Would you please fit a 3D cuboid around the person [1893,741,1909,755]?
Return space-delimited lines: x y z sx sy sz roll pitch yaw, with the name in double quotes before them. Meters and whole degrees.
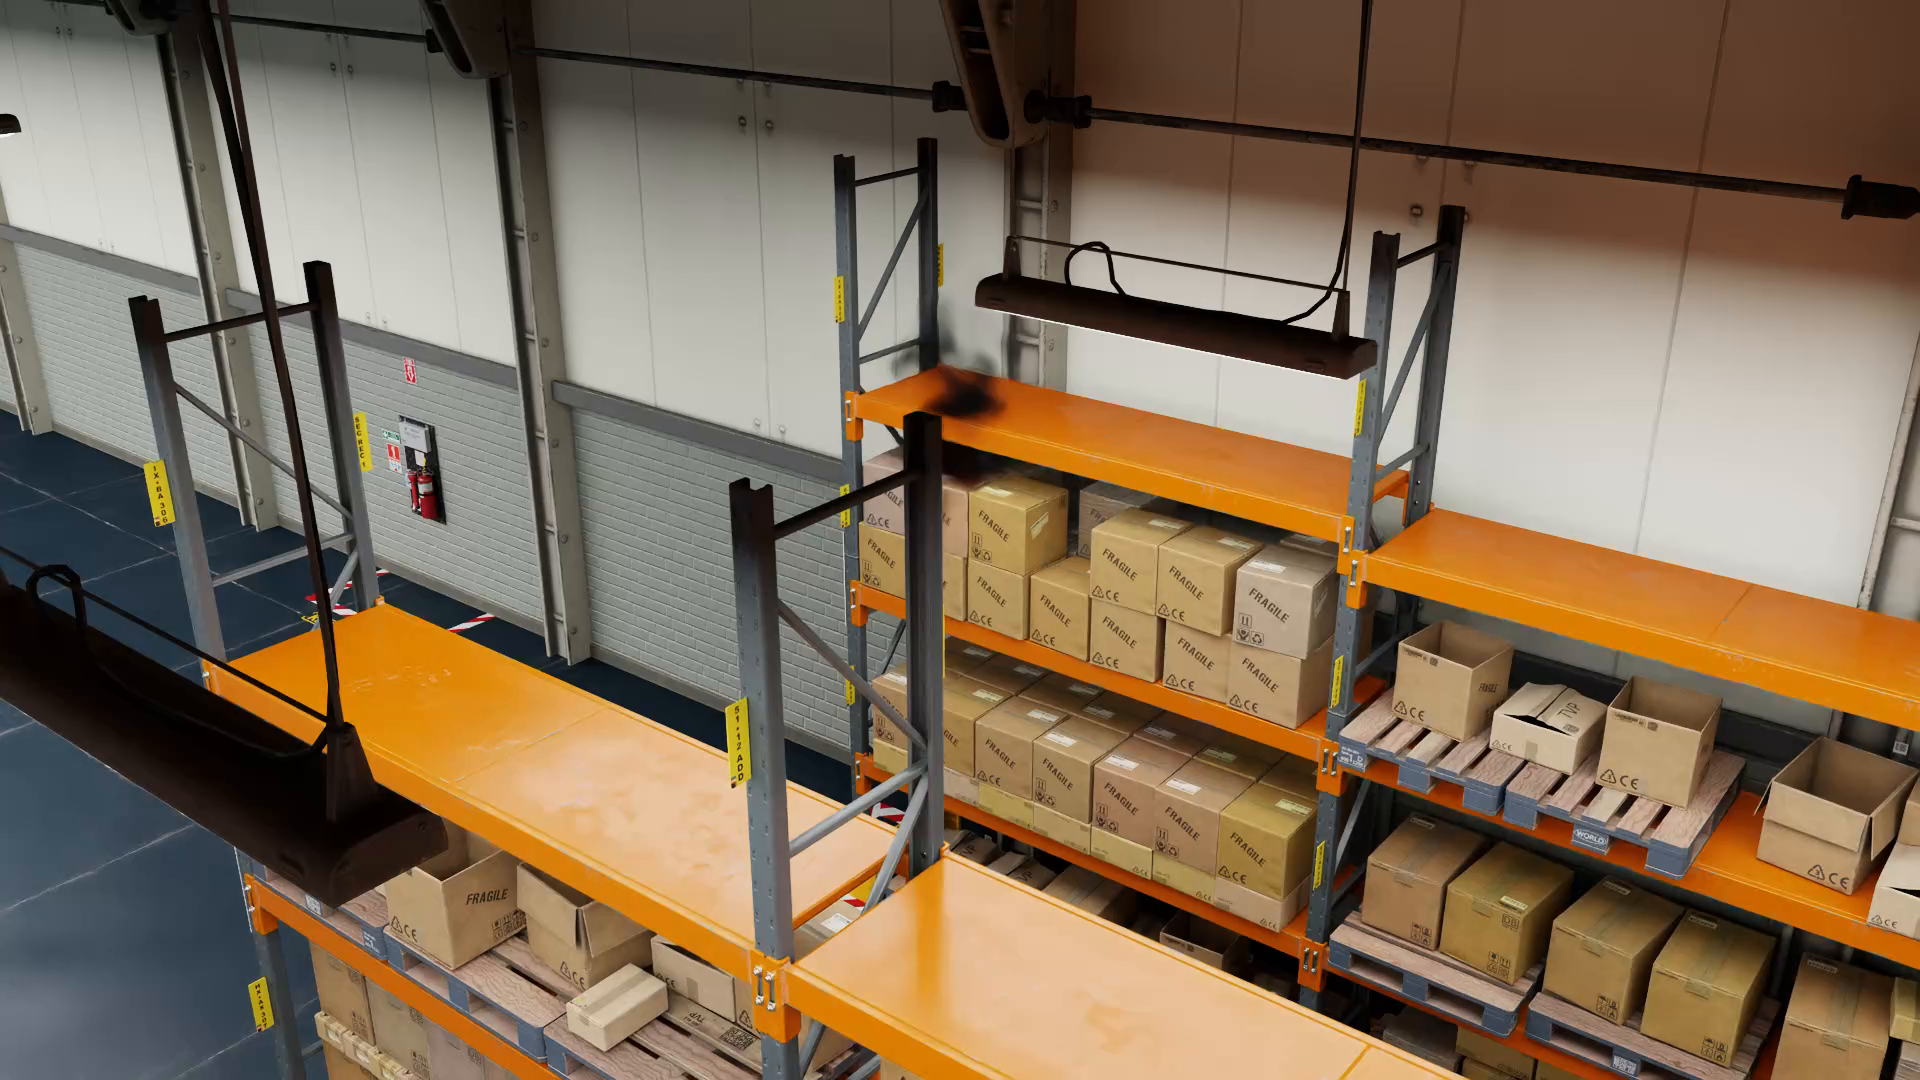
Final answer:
"person" -1.098 6.503 0.761 9.625 3.392 21.482 3 23 8
